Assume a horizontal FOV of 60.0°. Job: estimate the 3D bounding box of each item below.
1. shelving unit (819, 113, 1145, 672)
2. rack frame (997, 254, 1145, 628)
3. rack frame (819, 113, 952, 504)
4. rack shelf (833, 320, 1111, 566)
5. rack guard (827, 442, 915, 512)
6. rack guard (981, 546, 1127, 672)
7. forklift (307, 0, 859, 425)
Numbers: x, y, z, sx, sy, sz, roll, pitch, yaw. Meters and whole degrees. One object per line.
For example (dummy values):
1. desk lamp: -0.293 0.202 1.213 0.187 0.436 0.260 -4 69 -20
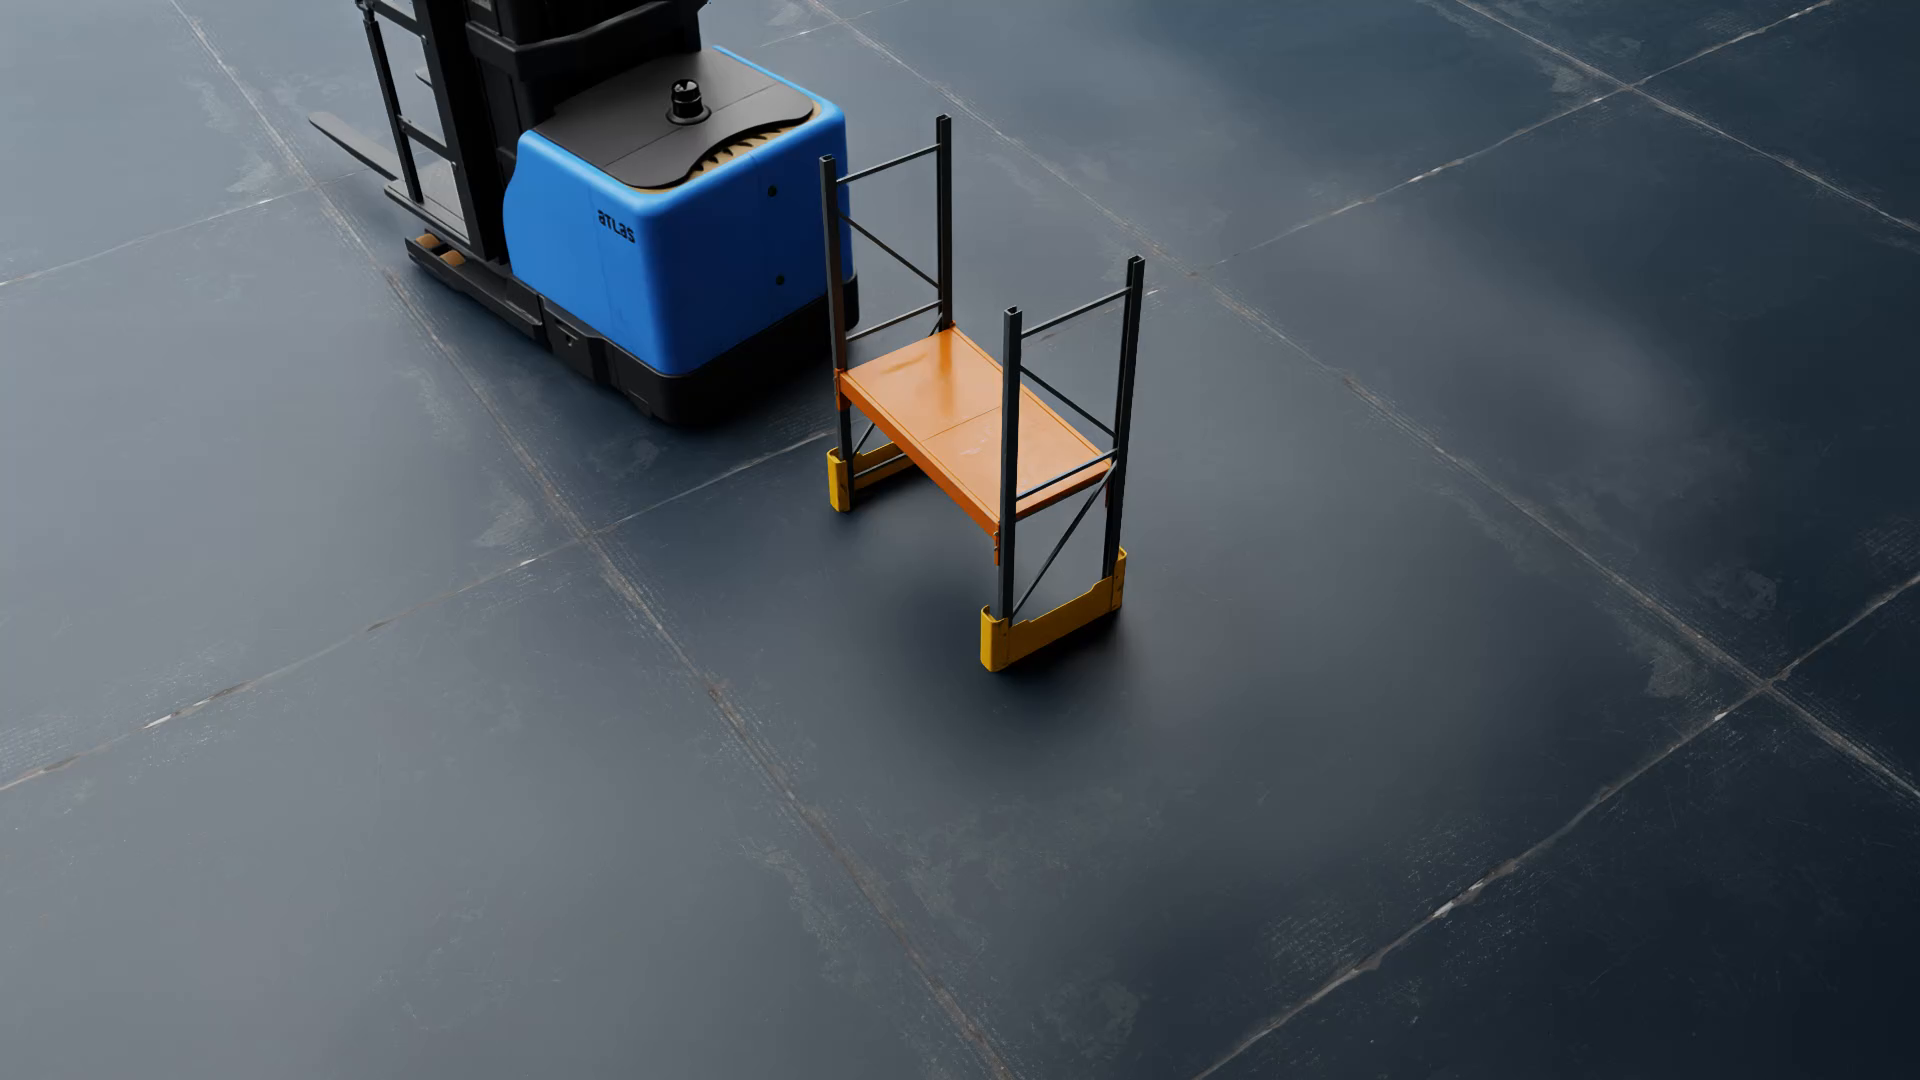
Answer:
1. shelving unit: 0.044 -0.499 5.687 0.587 1.500 1.083 -26 49 -24
2. rack frame: 0.340 -0.206 5.380 0.500 1.500 0.032 -26 49 -24
3. rack frame: -0.242 -0.782 5.983 0.500 1.500 0.032 -26 49 -24
4. rack shelf: 0.049 -0.364 5.806 0.538 0.185 1.000 -26 49 -24
5. rack guard: -0.241 -0.329 6.414 0.587 0.250 0.087 -26 49 -24
6. rack guard: 0.329 0.235 5.823 0.587 0.250 0.087 -26 49 -24
7. forklift: -1.849 -2.417 6.659 3.031 2.935 1.130 33 53 30
